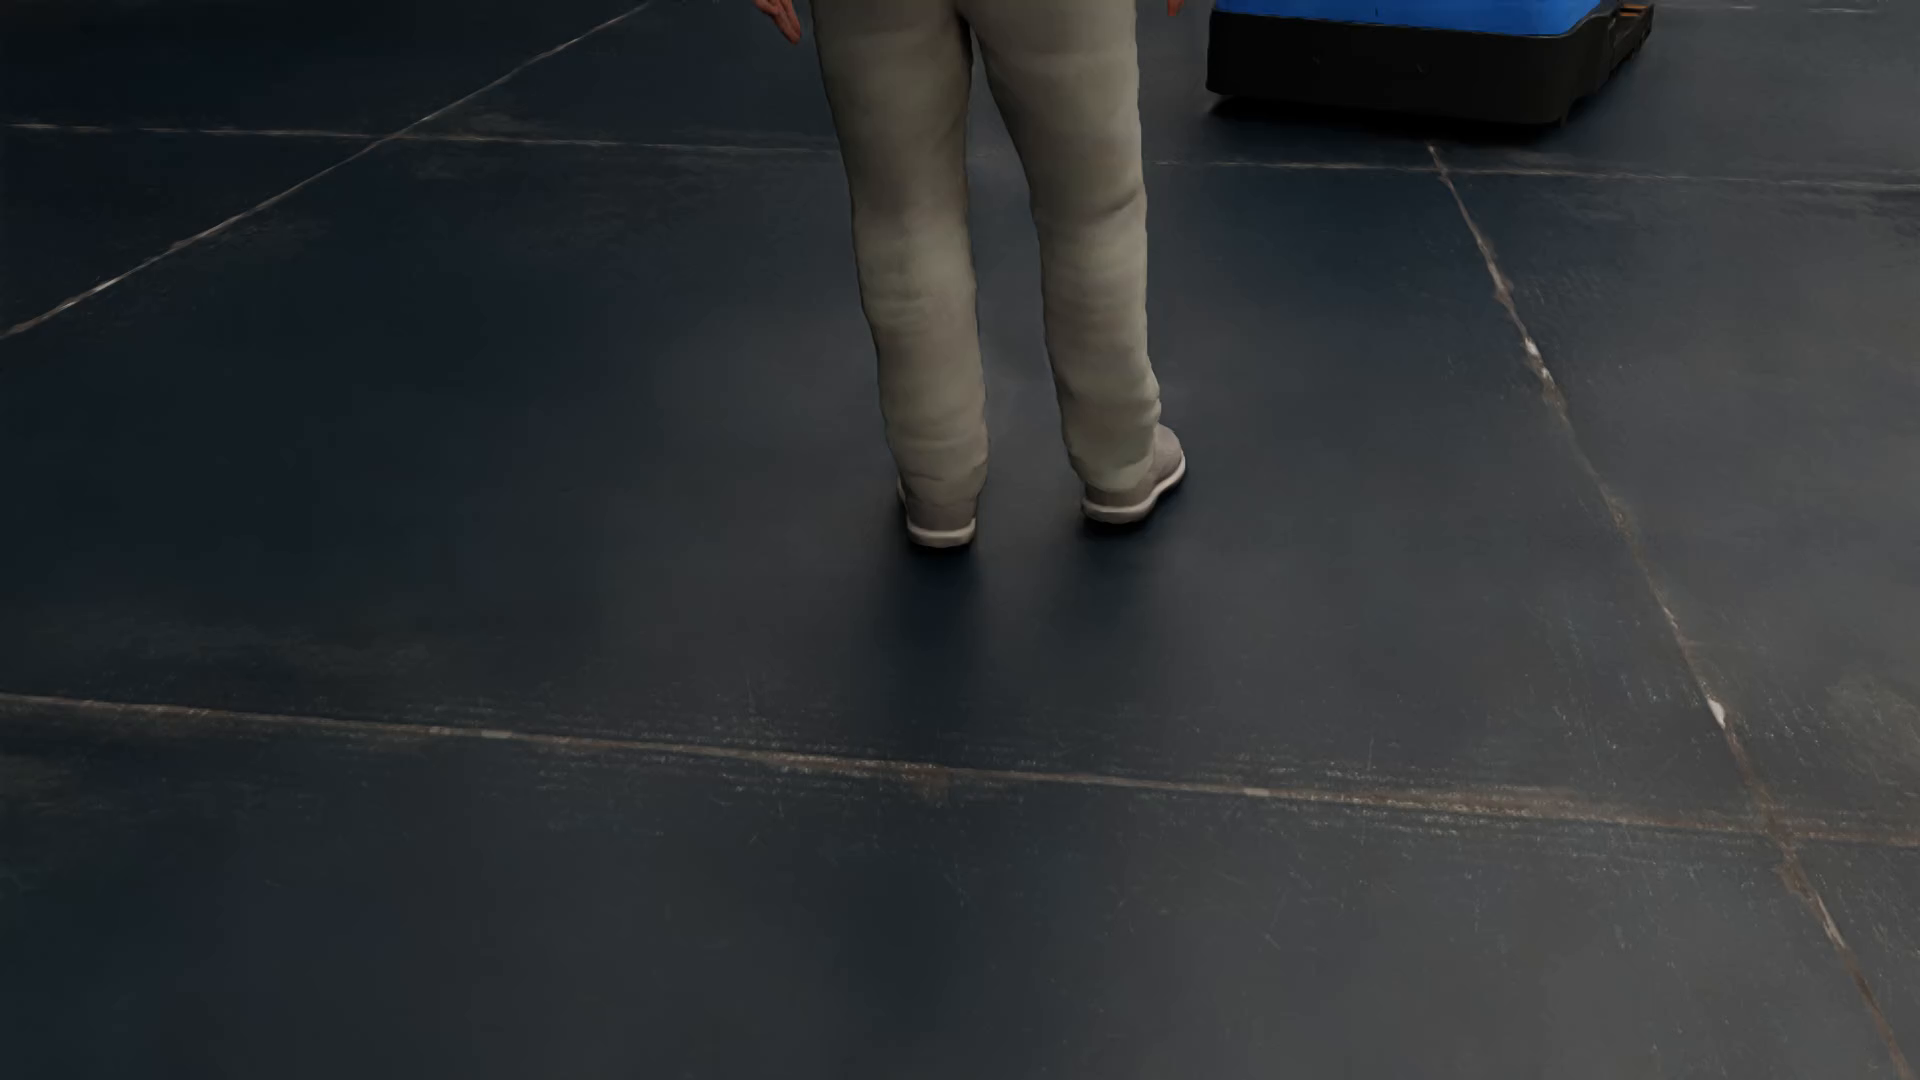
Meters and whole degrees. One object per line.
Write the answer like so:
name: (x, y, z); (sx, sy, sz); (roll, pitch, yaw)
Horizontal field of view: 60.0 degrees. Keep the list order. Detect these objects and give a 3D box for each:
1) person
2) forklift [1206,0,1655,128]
person: (0.022, -0.838, 2.166); (0.640, 1.781, 0.574); (3, 27, 7)
forklift: (1.889, -3.109, 5.448); (1.130, 2.935, 3.031); (13, 29, 24)
